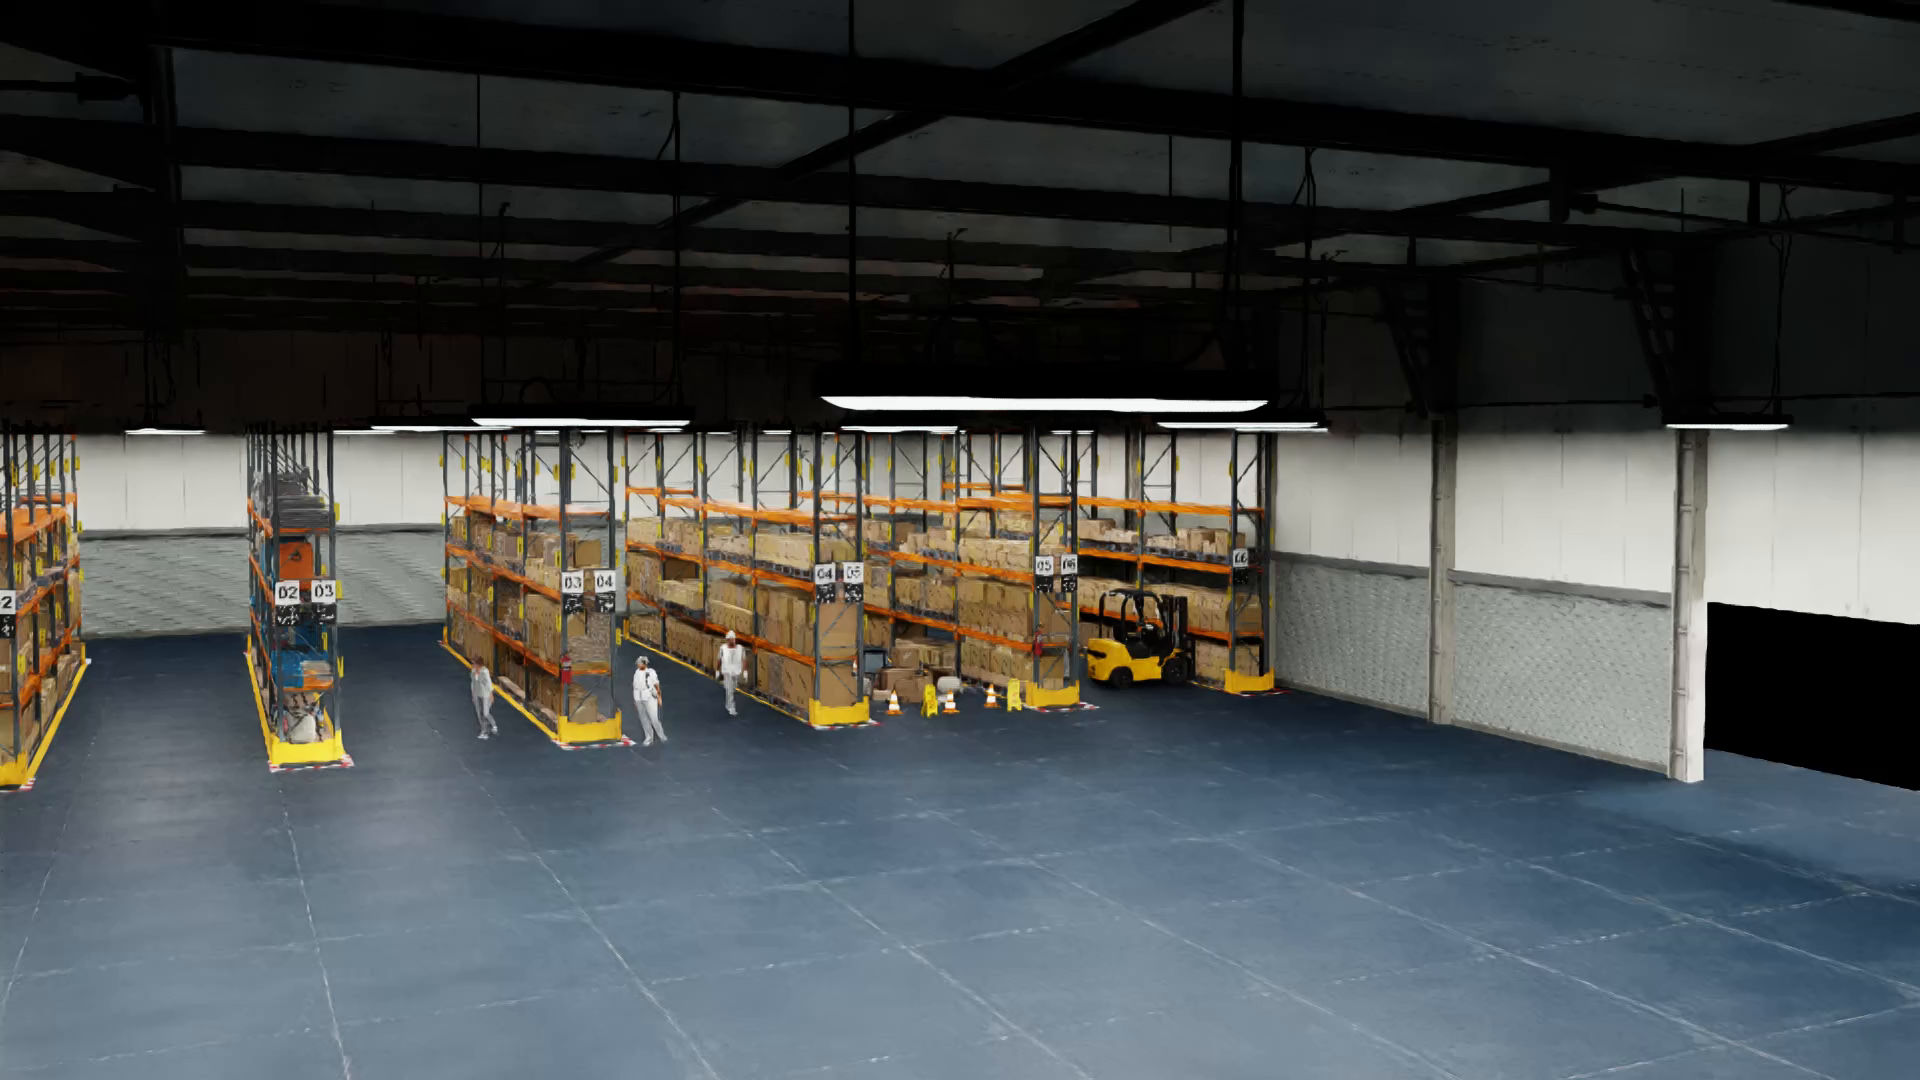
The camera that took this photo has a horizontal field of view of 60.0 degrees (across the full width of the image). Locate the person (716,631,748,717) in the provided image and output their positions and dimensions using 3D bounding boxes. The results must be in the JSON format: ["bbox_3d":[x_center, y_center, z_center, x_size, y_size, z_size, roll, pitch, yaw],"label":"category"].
[{"bbox_3d":[-4.670,2.722,34.151,0.579,1.732,1.042,-2,4,-25],"label":"person"}]

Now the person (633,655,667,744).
[{"bbox_3d":[-5.769,2.965,30.929,0.627,1.650,0.479,1,4,18],"label":"person"}]

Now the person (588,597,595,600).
[{"bbox_3d":[-10.519,1.926,47.982,0.487,1.581,0.917,0,4,-6],"label":"person"}]

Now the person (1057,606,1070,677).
[{"bbox_3d":[2.392,2.408,39.492,0.480,1.669,0.486,0,4,5],"label":"person"}]

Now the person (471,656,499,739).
[{"bbox_3d":[-9.008,2.962,31.460,0.475,1.590,0.476,1,4,15],"label":"person"}]
